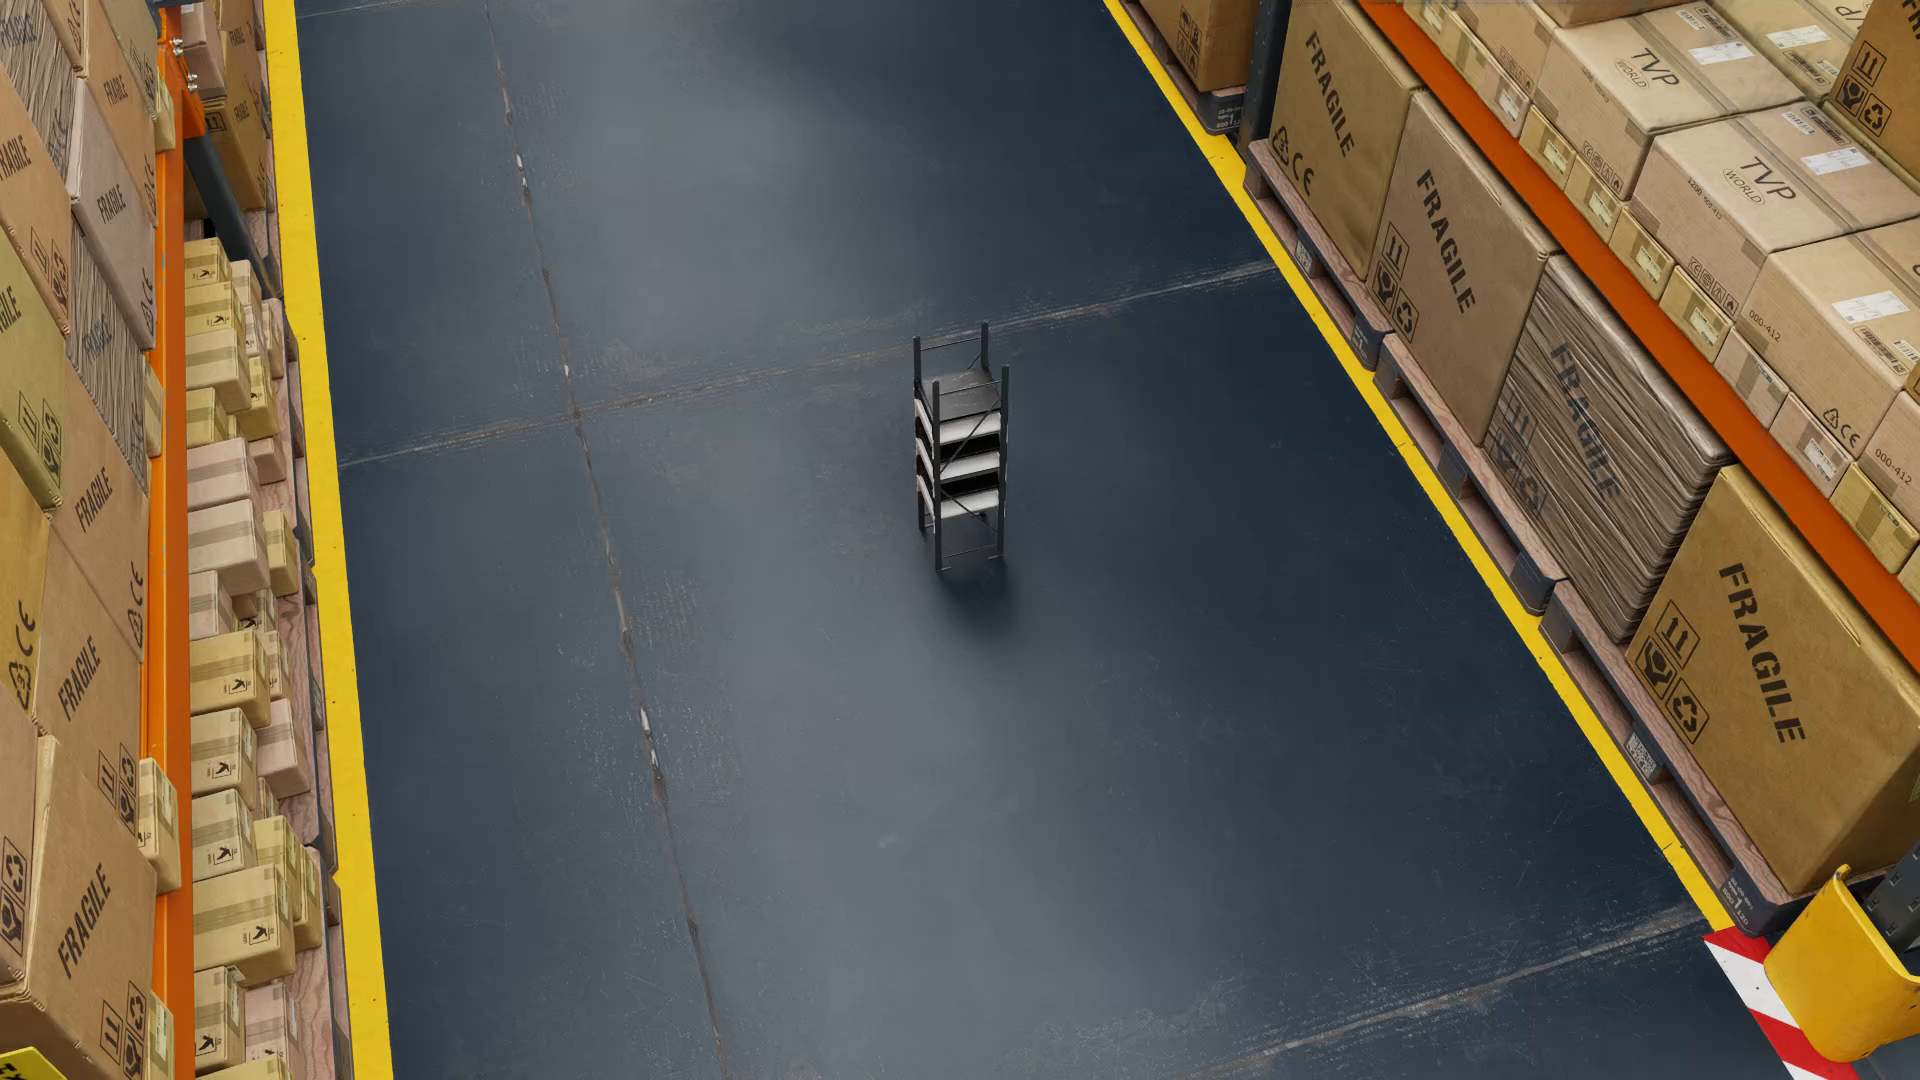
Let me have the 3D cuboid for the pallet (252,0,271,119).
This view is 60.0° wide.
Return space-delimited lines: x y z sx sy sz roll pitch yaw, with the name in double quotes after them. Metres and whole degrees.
-3.680 -2.235 7.496 1.003 0.211 1.213 -13 51 -11 "pallet"

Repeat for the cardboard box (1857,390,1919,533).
2.470 -0.141 3.810 0.500 0.250 0.500 -14 51 -12 "cardboard box"

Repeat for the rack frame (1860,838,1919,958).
2.867 0.201 3.619 1.000 3.000 0.127 -13 51 -11 "rack frame"

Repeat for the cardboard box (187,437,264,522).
-2.365 -0.138 5.105 0.380 0.149 0.250 -16 52 -13 "cardboard box"

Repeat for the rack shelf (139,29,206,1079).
-2.492 0.020 4.242 1.077 0.370 4.000 -13 51 -11 "rack shelf"

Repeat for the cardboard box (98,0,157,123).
-2.671 -1.512 4.802 0.500 0.500 0.500 -13 51 -11 "cardboard box"

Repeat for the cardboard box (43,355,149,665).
-2.085 -0.016 3.541 0.500 0.500 0.500 -13 51 -10 "cardboard box"

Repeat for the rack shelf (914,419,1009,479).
0.002 -0.321 5.358 0.258 0.077 0.200 -13 51 -11 "rack shelf"

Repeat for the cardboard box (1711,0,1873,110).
2.519 -1.384 4.858 0.500 0.250 0.500 -14 51 -12 "cardboard box"

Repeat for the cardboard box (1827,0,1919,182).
2.676 -1.242 4.248 0.500 0.500 0.500 -15 51 -12 "cardboard box"

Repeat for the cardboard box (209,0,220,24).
-3.210 -2.232 6.540 0.500 0.250 0.500 -12 51 -10 "cardboard box"

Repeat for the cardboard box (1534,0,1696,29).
1.878 -1.862 4.771 0.500 0.500 0.500 -15 51 -12 "cardboard box"

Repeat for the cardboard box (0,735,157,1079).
-1.770 0.730 2.913 0.500 0.500 0.500 -11 51 -9 "cardboard box"

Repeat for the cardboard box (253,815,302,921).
-1.967 0.912 4.415 0.380 0.149 0.250 -12 51 -10 "cardboard box"

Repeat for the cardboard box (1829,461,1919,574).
2.369 -0.093 4.031 0.380 0.149 0.250 -13 51 -11 "cardboard box"

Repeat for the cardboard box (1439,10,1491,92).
1.766 -1.586 5.289 0.380 0.149 0.250 -14 51 -11 "cardboard box"

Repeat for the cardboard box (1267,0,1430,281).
1.803 -1.671 6.312 0.875 0.875 0.875 -13 51 -11 "cardboard box"

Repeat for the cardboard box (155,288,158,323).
-2.412 -0.679 4.524 0.380 0.149 0.250 -15 52 -13 "cardboard box"

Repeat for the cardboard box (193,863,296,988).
-1.880 0.994 4.151 0.380 0.149 0.250 -13 51 -11 "cardboard box"

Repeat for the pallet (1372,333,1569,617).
2.199 -0.356 5.912 1.003 0.211 1.213 -13 51 -11 "pallet"

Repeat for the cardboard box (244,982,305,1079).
-1.837 1.283 4.102 0.380 0.149 0.250 -14 51 -11 "cardboard box"

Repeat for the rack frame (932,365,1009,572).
0.032 -0.210 5.338 0.240 0.900 0.006 -13 51 -11 "rack frame"

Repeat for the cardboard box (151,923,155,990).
-1.798 0.842 3.242 0.380 0.149 0.250 -12 51 -10 "cardboard box"

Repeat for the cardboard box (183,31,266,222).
-3.049 -1.602 6.499 0.500 0.500 0.500 -12 51 -10 "cardboard box"

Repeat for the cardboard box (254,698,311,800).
-2.113 0.647 4.833 0.380 0.149 0.250 -16 52 -13 "cardboard box"

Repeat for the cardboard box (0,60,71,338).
-2.222 -0.713 3.475 0.500 0.500 0.500 -15 51 -12 "cardboard box"

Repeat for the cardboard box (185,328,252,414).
-2.536 -0.522 5.429 0.380 0.149 0.250 -14 51 -11 "cardboard box"

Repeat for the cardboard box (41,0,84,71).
-2.528 -1.465 4.109 0.500 0.500 0.500 -15 51 -12 "cardboard box"

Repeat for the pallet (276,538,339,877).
-2.487 0.601 5.105 1.003 0.211 1.213 -13 51 -11 "pallet"

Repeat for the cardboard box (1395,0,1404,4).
1.610 -1.964 5.608 0.380 0.149 0.250 -12 51 -10 "cardboard box"

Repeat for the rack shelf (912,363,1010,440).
0.002 -0.437 5.220 0.258 0.077 0.200 -13 51 -11 "rack shelf"

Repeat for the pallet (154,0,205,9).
-3.171 -2.202 5.770 1.003 0.211 1.213 -13 51 -11 "pallet"

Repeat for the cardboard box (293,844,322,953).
-1.956 1.013 4.524 0.380 0.149 0.250 -13 51 -11 "cardboard box"

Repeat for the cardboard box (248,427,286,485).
-2.505 -0.293 5.625 0.380 0.149 0.250 -15 51 -12 "cardboard box"

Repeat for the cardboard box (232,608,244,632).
-2.326 0.351 4.887 0.380 0.149 0.250 -11 51 -9 "cardboard box"

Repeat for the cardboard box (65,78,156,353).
-2.372 -0.769 4.176 0.500 0.500 0.500 -14 51 -11 "cardboard box"

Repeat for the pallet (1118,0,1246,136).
1.384 -2.368 7.608 1.003 0.211 1.213 -13 51 -11 "pallet"

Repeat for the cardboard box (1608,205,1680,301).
2.067 -0.839 4.659 0.380 0.149 0.250 -13 51 -11 "cardboard box"

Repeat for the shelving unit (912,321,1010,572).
0.002 -0.284 5.401 0.258 0.900 0.210 -13 51 -11 "shelving unit"

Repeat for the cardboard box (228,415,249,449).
-2.518 -0.235 5.382 0.380 0.149 0.250 -13 51 -11 "cardboard box"

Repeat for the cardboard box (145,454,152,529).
-2.193 -0.109 4.044 0.380 0.149 0.250 -12 51 -10 "cardboard box"

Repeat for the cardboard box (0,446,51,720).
-1.935 0.043 2.838 0.500 0.500 0.500 -12 51 -10 "cardboard box"

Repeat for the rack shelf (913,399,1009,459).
0.002 -0.379 5.289 0.258 0.077 0.200 -13 51 -11 "rack shelf"

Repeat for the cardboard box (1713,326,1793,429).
2.223 -0.460 4.340 0.380 0.149 0.250 -13 51 -10 "cardboard box"

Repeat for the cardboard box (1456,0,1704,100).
1.874 -1.624 5.061 0.500 0.250 0.500 -12 51 -10 "cardboard box"

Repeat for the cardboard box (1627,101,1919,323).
2.170 -0.883 4.436 0.500 0.250 0.500 -15 51 -12 "cardboard box"

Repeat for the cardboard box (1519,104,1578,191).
1.917 -1.210 4.973 0.380 0.149 0.250 -15 51 -12 "cardboard box"

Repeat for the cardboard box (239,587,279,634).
-2.323 0.282 5.141 0.380 0.149 0.250 -12 51 -10 "cardboard box"

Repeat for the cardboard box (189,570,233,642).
-2.305 0.262 4.768 0.380 0.149 0.250 -13 51 -11 "cardboard box"

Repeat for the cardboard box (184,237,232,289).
-2.730 -0.880 5.731 0.380 0.149 0.250 -12 51 -10 "cardboard box"

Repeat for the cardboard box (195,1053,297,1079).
-1.731 1.381 3.825 0.380 0.149 0.250 -15 52 -13 "cardboard box"

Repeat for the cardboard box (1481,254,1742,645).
2.333 -0.364 5.210 0.875 0.875 0.875 -13 51 -11 "cardboard box"

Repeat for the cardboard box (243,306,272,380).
-2.595 -0.632 5.717 0.380 0.149 0.250 -16 52 -13 "cardboard box"

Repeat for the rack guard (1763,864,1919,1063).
2.874 1.024 4.560 1.175 0.500 0.348 -13 51 -11 "rack guard"

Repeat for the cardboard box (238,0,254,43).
-3.375 -2.368 7.145 0.500 0.500 0.500 -13 51 -10 "cardboard box"

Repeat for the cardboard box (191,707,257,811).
-2.105 0.627 4.461 0.380 0.149 0.250 -12 51 -10 "cardboard box"
